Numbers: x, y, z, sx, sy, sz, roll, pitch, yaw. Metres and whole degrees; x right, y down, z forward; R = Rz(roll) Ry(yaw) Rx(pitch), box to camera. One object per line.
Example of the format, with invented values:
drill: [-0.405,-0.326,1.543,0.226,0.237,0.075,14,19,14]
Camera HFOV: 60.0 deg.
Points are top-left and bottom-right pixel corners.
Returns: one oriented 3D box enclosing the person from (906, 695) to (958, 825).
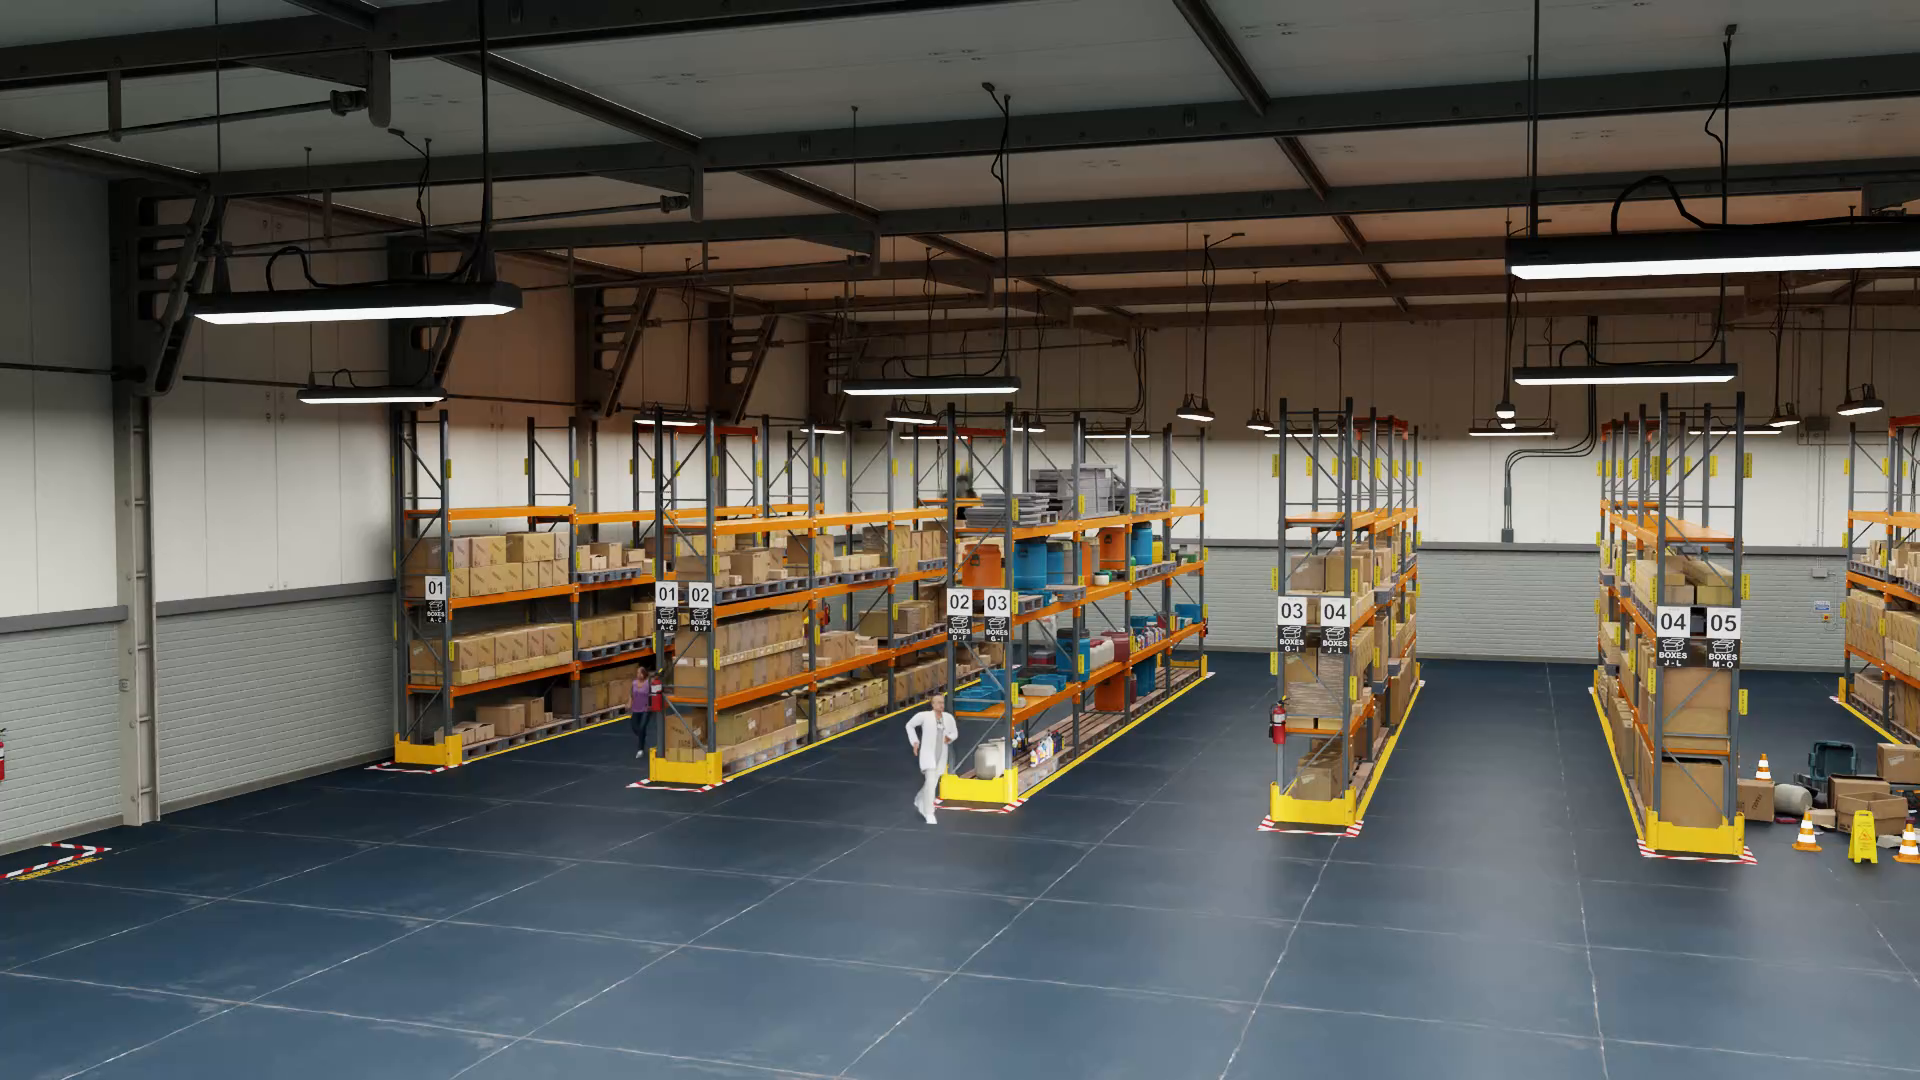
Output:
person: [-0.387,3.131,23.793,0.711,1.850,0.839,-1,3,-28]

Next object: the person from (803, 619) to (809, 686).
person: [-3.327,2.576,36.595,0.690,1.722,0.748,0,2,10]

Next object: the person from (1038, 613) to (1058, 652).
person: [2.197,2.141,41.443,0.702,1.810,0.589,-1,3,-19]

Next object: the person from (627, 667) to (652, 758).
person: [-5.536,2.993,29.064,0.543,1.570,0.571,0,2,8]
